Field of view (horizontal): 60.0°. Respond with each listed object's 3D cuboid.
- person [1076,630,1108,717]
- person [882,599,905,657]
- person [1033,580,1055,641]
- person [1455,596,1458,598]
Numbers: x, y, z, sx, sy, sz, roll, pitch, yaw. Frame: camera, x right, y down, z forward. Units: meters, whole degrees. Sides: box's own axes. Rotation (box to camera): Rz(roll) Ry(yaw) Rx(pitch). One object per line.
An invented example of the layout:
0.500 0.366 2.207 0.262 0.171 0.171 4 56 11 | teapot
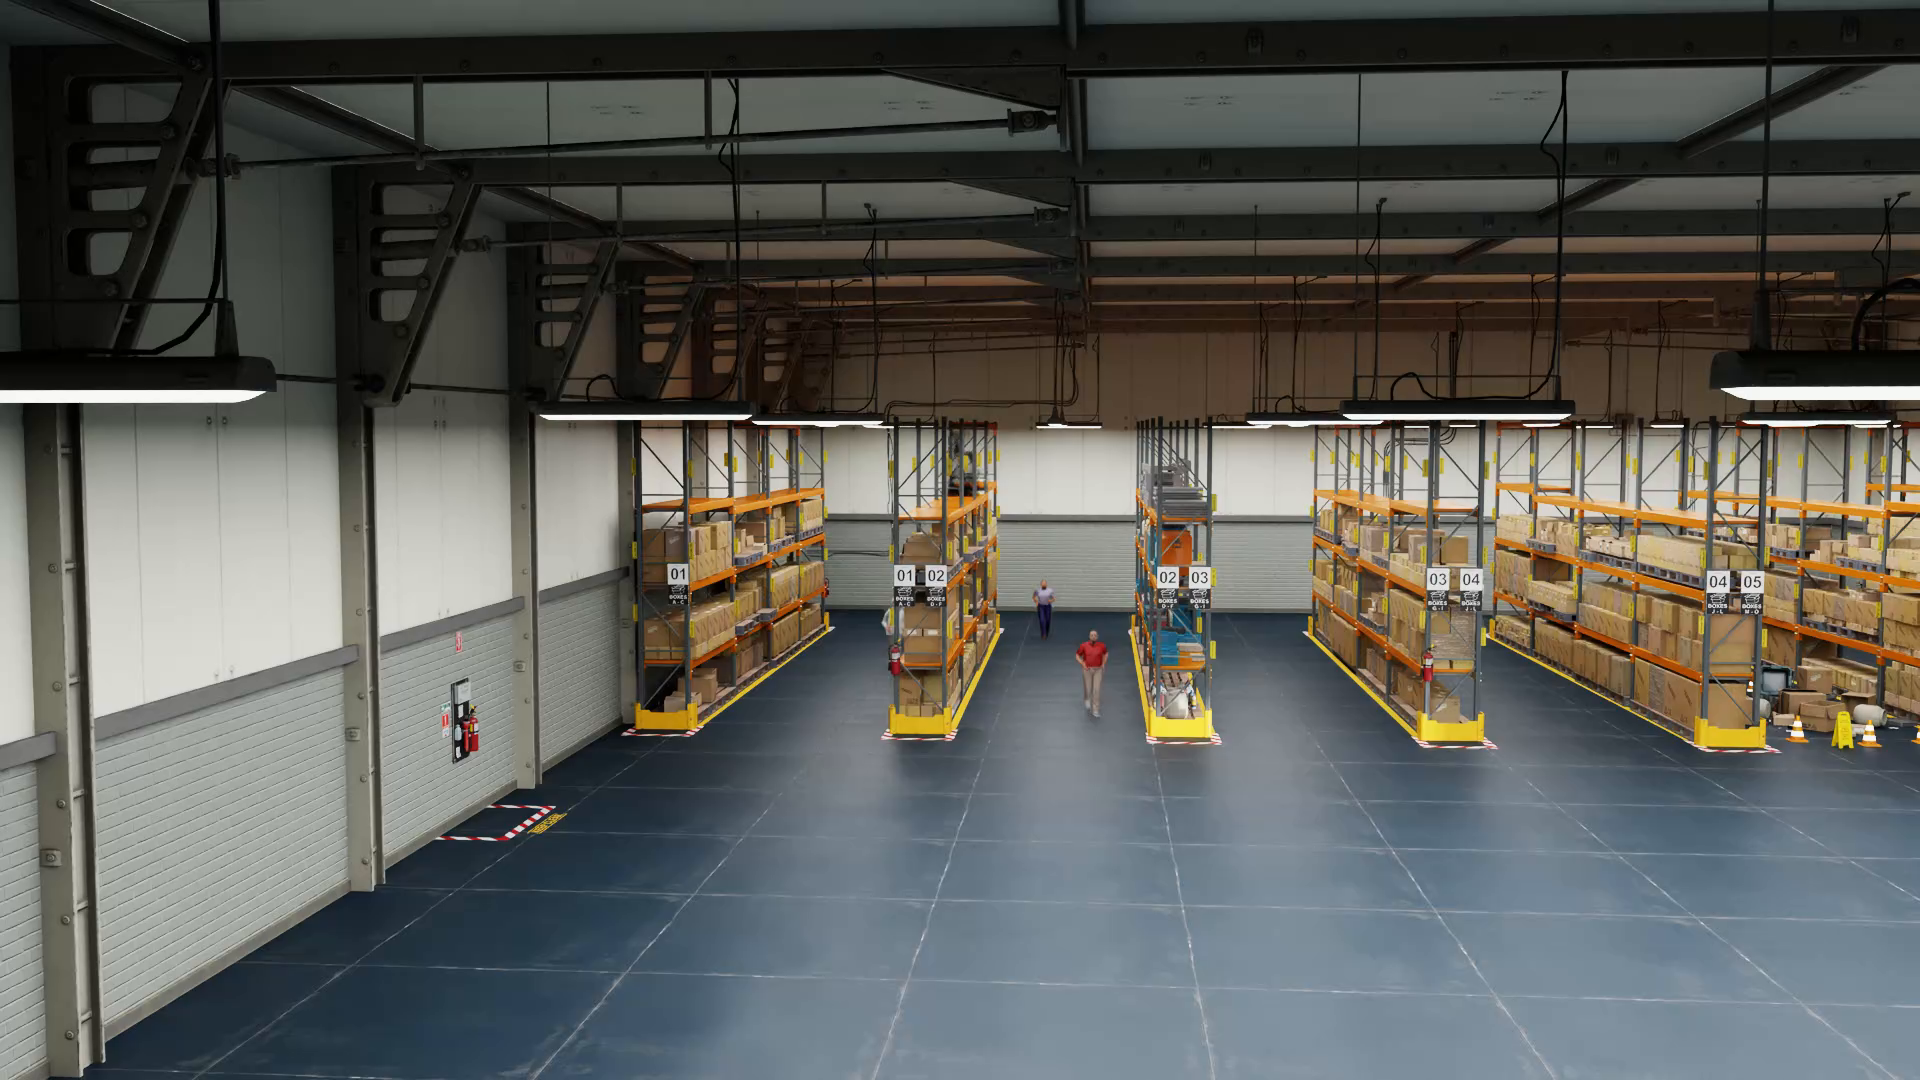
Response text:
2.678 2.676 33.643 0.670 1.718 0.883 0 4 -1 | person
-1.540 2.256 39.801 0.665 1.763 0.821 0 4 0 | person
2.324 1.915 45.849 0.612 1.662 0.817 0 4 -3 | person
13.580 1.898 46.400 0.689 1.634 0.798 4 5 44 | person
